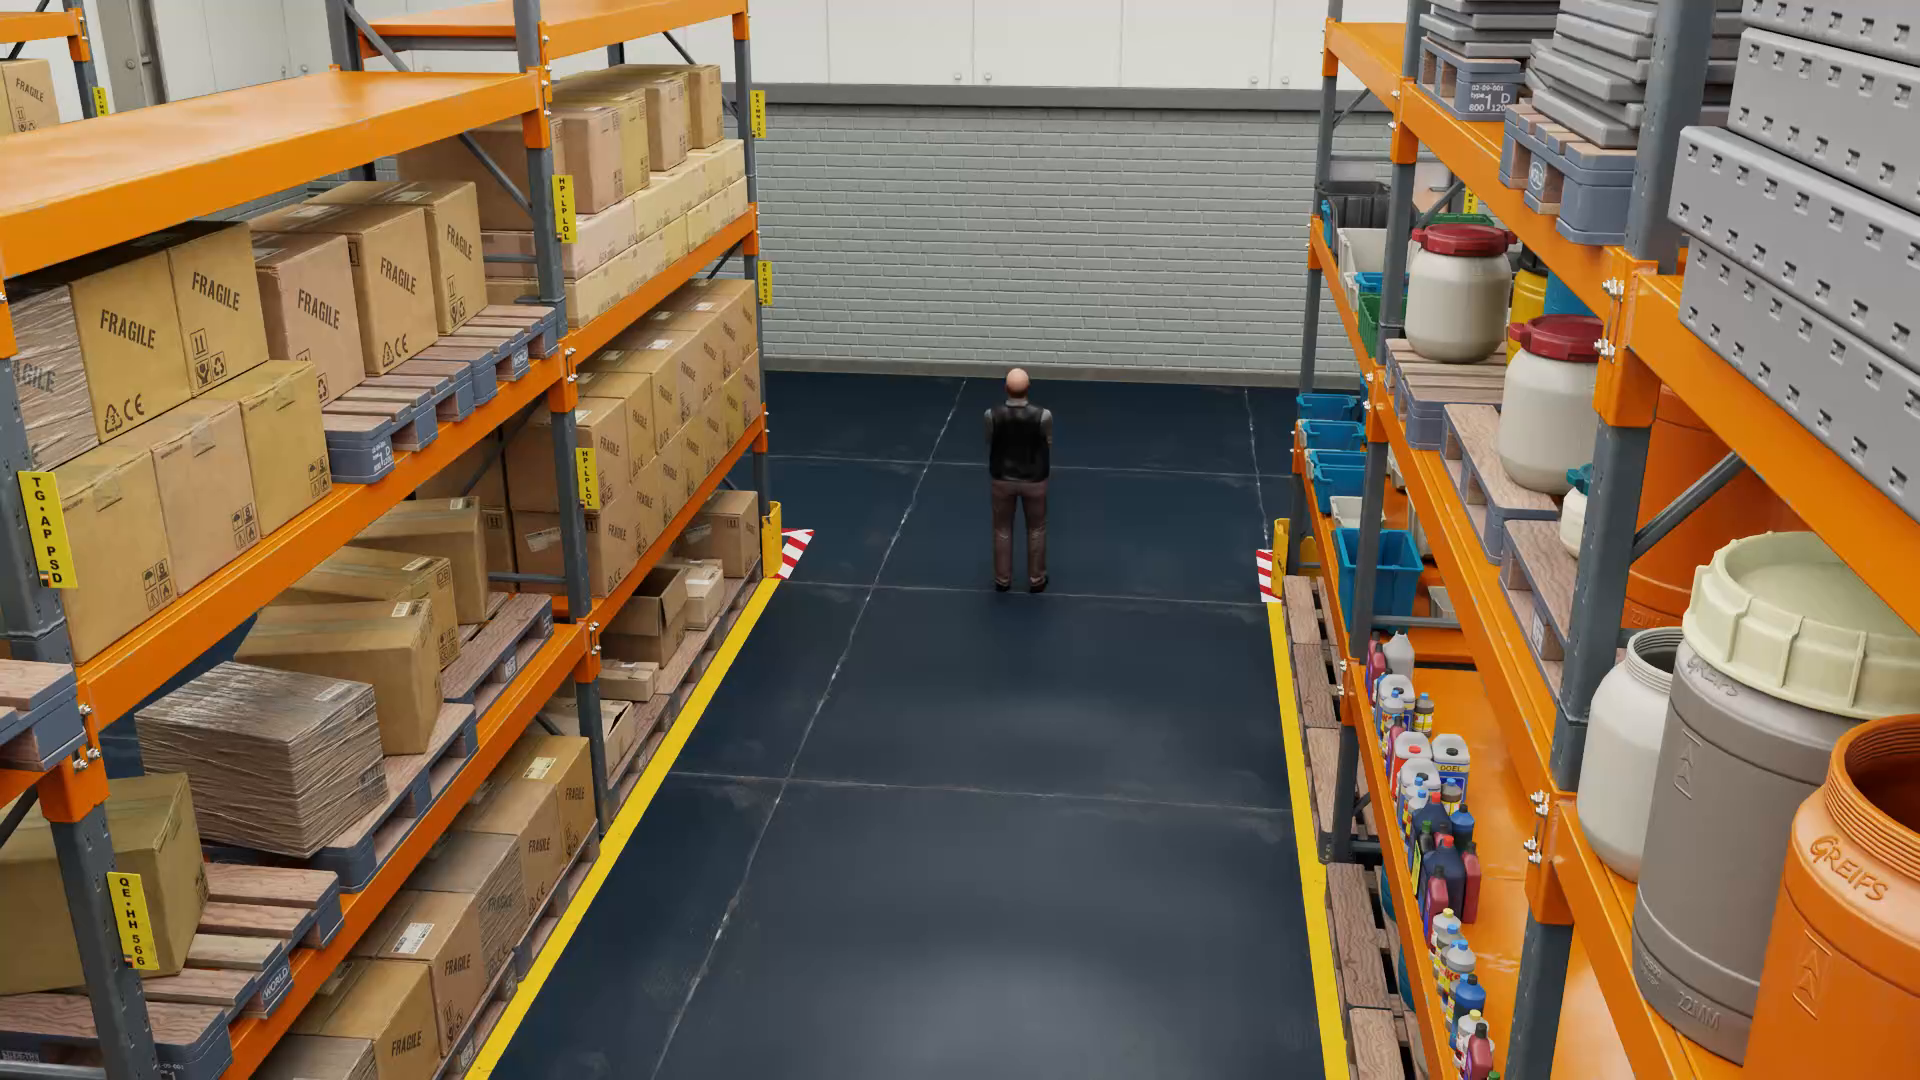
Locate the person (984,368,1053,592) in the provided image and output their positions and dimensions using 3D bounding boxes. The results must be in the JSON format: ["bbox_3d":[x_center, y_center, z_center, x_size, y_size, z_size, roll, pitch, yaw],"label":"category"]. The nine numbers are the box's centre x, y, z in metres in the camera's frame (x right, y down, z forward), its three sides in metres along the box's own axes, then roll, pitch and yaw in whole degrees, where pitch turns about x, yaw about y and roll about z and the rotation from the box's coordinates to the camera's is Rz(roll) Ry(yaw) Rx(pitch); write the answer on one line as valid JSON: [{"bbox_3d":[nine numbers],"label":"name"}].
[{"bbox_3d":[0.436,-0.470,12.338,0.501,1.722,0.548,2,21,6],"label":"person"}]
